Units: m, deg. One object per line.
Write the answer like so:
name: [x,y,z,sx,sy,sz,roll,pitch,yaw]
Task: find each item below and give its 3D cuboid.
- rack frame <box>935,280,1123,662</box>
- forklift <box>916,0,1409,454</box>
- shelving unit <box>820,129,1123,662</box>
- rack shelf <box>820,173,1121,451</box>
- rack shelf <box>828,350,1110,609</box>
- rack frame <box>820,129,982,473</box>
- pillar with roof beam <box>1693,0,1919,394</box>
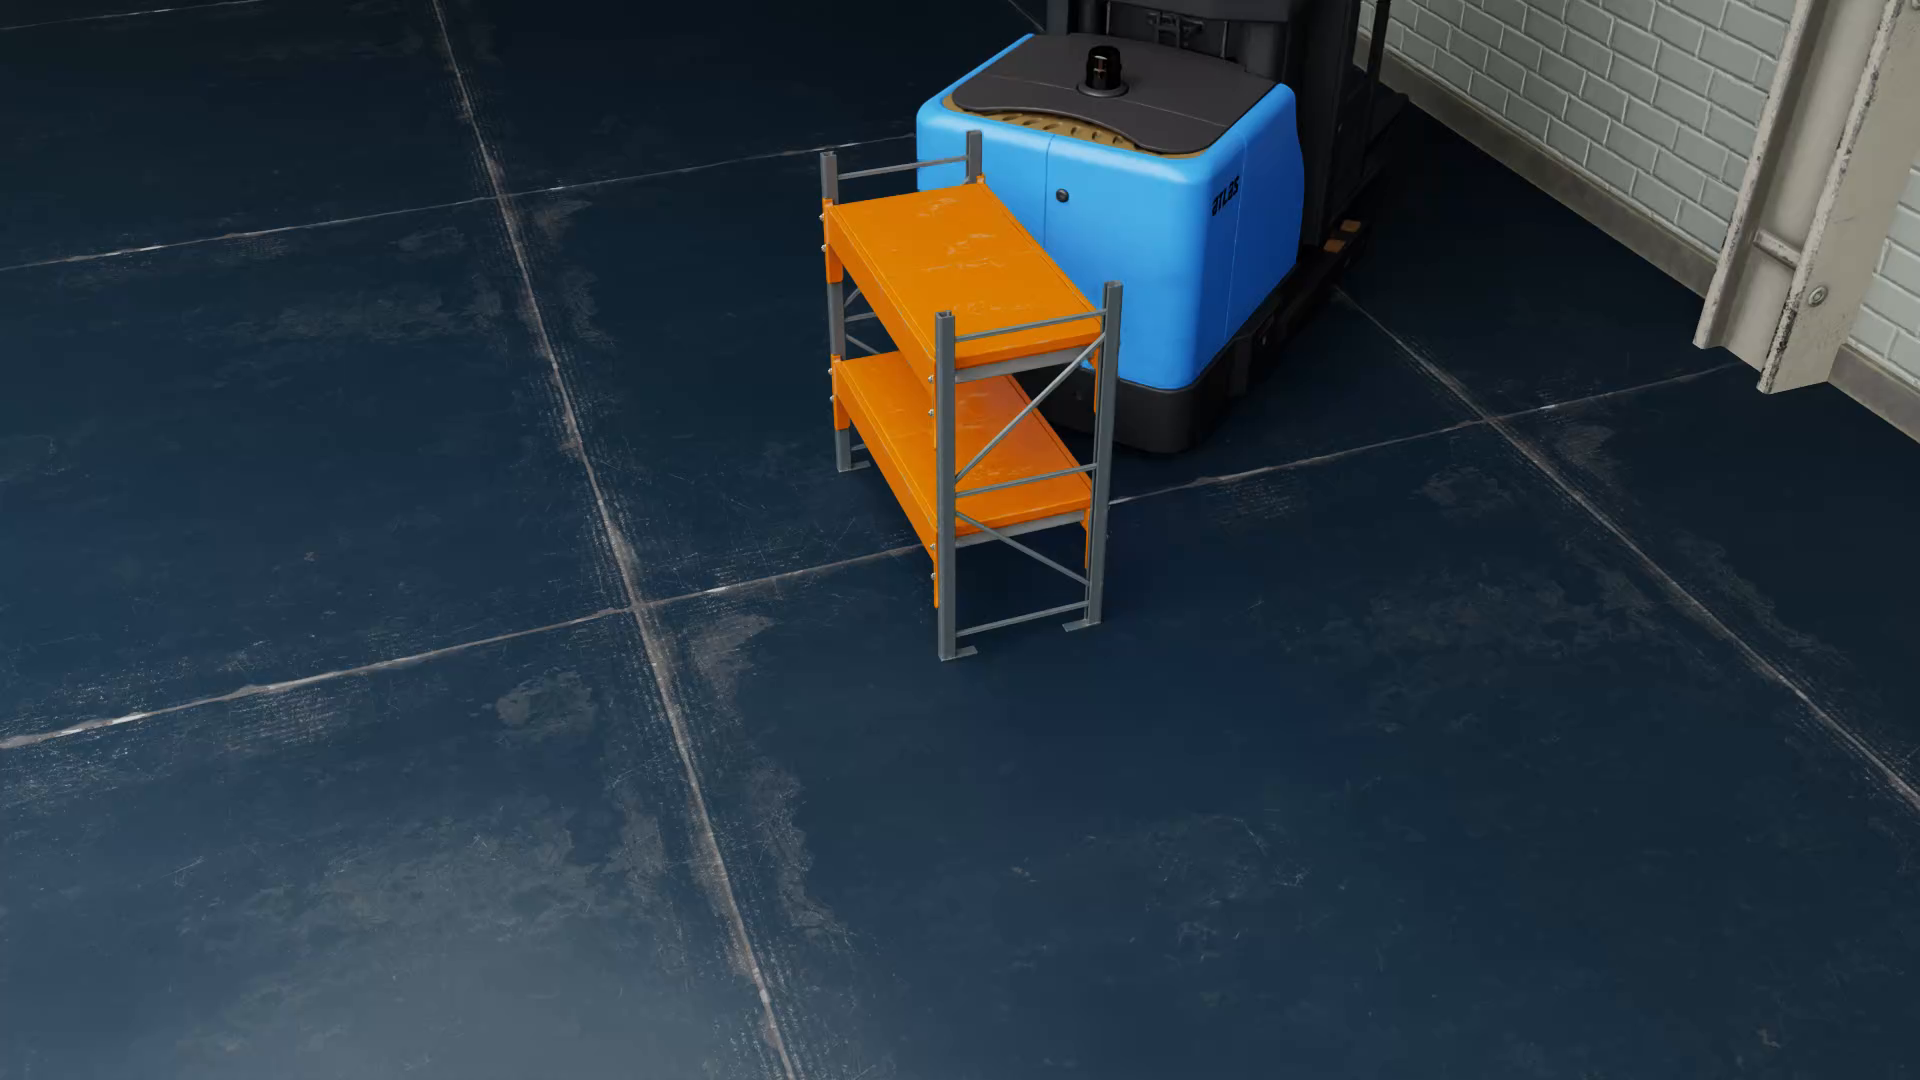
rack frame: [0.177,-0.158,4.525,0.500,1.125,0.032,-12,39,-16]
forklift: [1.006,-2.324,5.899,1.130,2.935,3.031,19,41,23]
shelving unit: [0.002,-0.445,4.907,0.538,1.125,1.048,-12,39,-16]
rack shelf: [0.002,-0.679,4.730,0.538,0.278,1.000,-12,39,-16]
rack shelf: [0.002,-0.250,5.054,0.538,0.278,1.000,-12,39,-16]
rack frame: [-0.173,-0.733,5.288,0.500,1.125,0.032,-12,39,-16]
pillar with roof beam: [-1.086,-3.366,2.240,9.100,9.000,0.400,-12,39,-16]
